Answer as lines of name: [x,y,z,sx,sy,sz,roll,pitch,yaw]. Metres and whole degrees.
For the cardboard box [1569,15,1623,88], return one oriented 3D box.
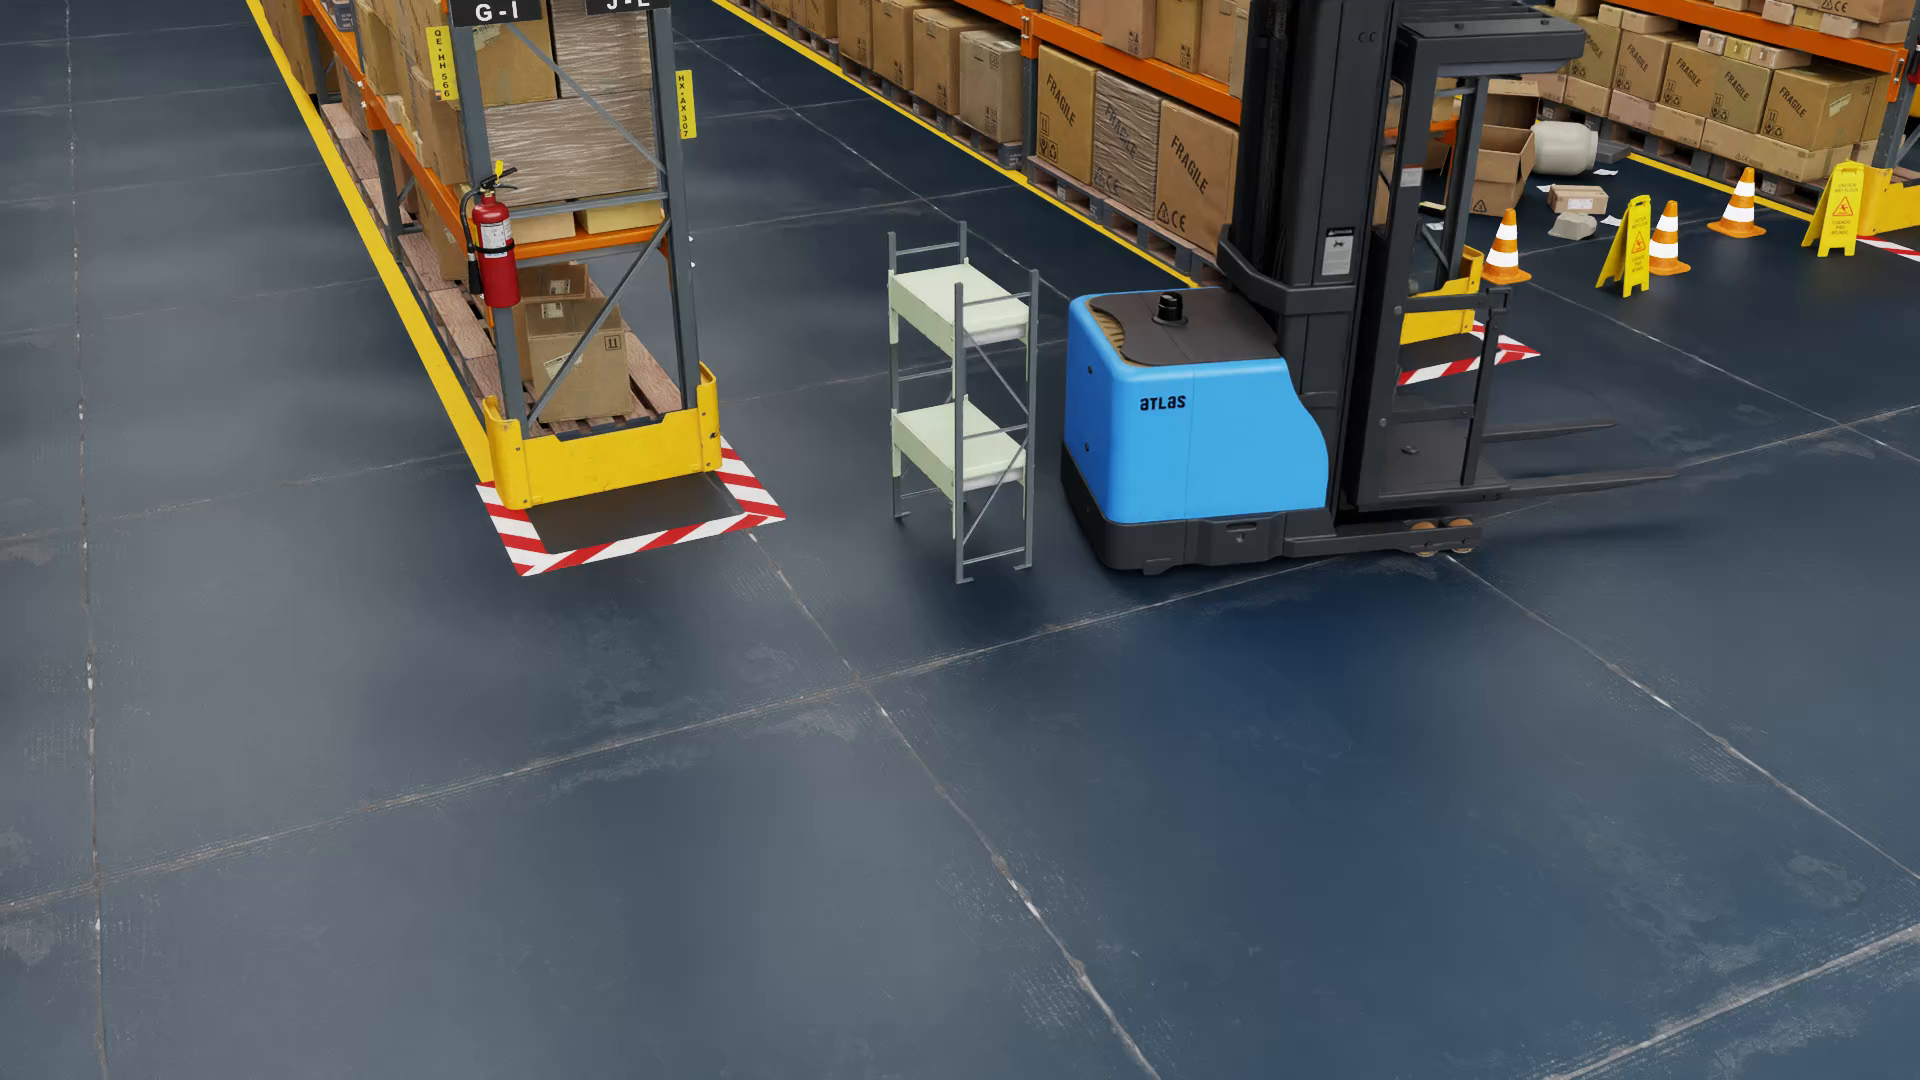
cardboard box: [5.654,-4.224,14.331,0.500,0.500,0.500,-12,31,-20]

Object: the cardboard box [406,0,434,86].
cardboard box: [-2.508,-2.637,8.457,0.500,0.500,0.500,-13,32,-22]

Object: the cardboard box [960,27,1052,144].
cardboard box: [0.629,-3.838,13.898,1.050,0.750,0.750,-13,32,-22]

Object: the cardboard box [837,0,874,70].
cardboard box: [-0.560,-5.062,16.080,1.050,0.750,0.750,-14,32,-23]

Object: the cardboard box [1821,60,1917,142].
cardboard box: [7.014,-3.433,12.921,0.500,0.500,0.500,-14,32,-24]

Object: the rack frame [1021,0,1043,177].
rack frame: [0.977,-4.381,12.995,1.000,3.000,0.127,-13,32,-22]

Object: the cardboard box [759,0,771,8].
cardboard box: [-1.914,-6.163,18.301,0.500,0.500,0.500,-13,32,-21]

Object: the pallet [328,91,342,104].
pallet: [-5.534,-4.299,15.700,1.003,0.211,1.213,-13,32,-22]

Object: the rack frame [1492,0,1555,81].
rack frame: [5.404,-5.465,14.928,1.000,3.000,0.127,-13,32,-22]

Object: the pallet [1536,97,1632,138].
pallet: [5.725,-3.959,15.095,1.003,0.211,1.213,-13,32,-22]

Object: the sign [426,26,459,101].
sign: [-2.339,-2.152,7.514,0.100,0.325,0.005,-13,32,-22]

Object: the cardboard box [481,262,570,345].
cardboard box: [-2.621,-1.526,10.032,0.500,0.500,0.500,-10,31,-17]

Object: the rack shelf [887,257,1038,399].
rack shelf: [0.003,-0.992,7.687,0.431,0.370,0.720,-13,32,-22]

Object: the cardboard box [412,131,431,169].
cardboard box: [-2.876,-2.230,9.417,0.380,0.149,0.250,-13,32,-22]

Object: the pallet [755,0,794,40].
pallet: [-1.594,-5.815,18.404,1.003,0.211,1.213,-13,32,-22]

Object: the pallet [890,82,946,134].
pallet: [0.050,-4.029,15.219,1.003,0.211,1.213,-13,32,-22]

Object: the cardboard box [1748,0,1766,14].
cardboard box: [6.347,-4.165,12.867,0.380,0.149,0.250,-13,32,-21]

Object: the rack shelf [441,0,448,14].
rack shelf: [-2.687,-3.495,9.084,1.077,0.370,4.000,-13,32,-22]

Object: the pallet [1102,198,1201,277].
pallet: [1.761,-2.272,12.086,1.003,0.211,1.213,-13,32,-22]

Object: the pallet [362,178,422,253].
pallet: [-3.882,-2.511,12.512,1.003,0.211,1.213,-13,32,-22]

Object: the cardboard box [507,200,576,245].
cardboard box: [-2.138,-1.590,8.275,0.380,0.149,0.250,-13,32,-22]

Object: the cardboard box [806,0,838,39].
cardboard box: [-1.259,-5.476,17.075,0.500,0.500,0.500,-13,32,-22]

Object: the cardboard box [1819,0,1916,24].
cardboard box: [6.640,-4.053,12.004,0.500,0.500,0.500,-14,32,-23]

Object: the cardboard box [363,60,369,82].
cardboard box: [-3.725,-3.116,10.997,0.380,0.149,0.250,-13,32,-22]

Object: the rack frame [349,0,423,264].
rack frame: [-3.546,-3.384,11.218,1.000,3.000,0.127,-13,32,-22]

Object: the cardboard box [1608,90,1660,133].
cardboard box: [5.883,-3.664,14.099,0.500,0.250,0.500,-14,32,-23]

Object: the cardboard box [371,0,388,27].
cardboard box: [-3.152,-3.300,9.639,0.500,0.500,0.500,-13,32,-22]

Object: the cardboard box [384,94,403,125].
cardboard box: [-3.311,-2.671,10.203,0.380,0.149,0.250,-13,32,-22]

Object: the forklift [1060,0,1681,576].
forklift: [2.089,-1.446,7.833,3.031,2.935,1.130,-5,30,-9]

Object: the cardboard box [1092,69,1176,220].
cardboard box: [1.574,-2.947,12.182,0.875,0.875,0.875,-13,32,-22]

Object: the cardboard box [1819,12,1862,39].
cardboard box: [6.559,-3.797,12.211,0.380,0.149,0.250,-13,32,-23]

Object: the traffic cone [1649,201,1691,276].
traffic cone: [4.915,-2.127,11.570,0.336,0.463,0.334,-13,32,-22]

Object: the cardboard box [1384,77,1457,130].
cardboard box: [2.494,-2.833,10.083,0.875,0.550,0.550,-13,32,-22]

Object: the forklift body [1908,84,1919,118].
forklift body: [9.141,-4.826,14.657,2.313,2.155,1.214,-13,32,-22]

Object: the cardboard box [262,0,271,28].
cardboard box: [-6.688,-5.896,17.440,1.225,0.875,0.875,-13,32,-22]

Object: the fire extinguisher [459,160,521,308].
fire extinguisher: [-2.196,-1.436,7.823,0.296,0.674,0.183,-13,32,-22]

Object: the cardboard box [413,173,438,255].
cardboard box: [-3.410,-2.292,11.396,0.500,0.500,0.500,-14,32,-23]

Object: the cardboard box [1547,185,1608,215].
cardboard box: [4.735,-2.609,12.750,0.380,0.149,0.250,2,29,4]

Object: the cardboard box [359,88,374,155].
cardboard box: [-4.458,-3.469,13.476,0.700,0.500,0.500,-10,31,-18]

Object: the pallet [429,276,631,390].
pallet: [-2.698,-1.339,10.421,1.003,0.211,1.213,-13,32,-22]

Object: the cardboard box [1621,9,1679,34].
cardboard box: [5.754,-4.328,13.854,0.380,0.149,0.250,-11,31,-19]

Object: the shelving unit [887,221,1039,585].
shelving unit: [0.003,-0.651,7.878,0.431,1.500,0.755,-13,32,-22]

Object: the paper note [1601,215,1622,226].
paper note: [4.918,-2.402,12.503,0.142,0.019,0.148,26,38,38]

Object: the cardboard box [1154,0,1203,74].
cardboard box: [1.846,-3.571,11.398,0.875,0.550,0.500,-13,32,-22]

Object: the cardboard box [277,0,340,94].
cardboard box: [-5.541,-4.716,15.337,1.225,0.875,0.875,-15,32,-24]

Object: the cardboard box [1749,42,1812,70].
cardboard box: [6.324,-3.739,12.802,0.380,0.149,0.250,-12,31,-21]

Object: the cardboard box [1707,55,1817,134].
cardboard box: [6.315,-3.538,13.107,0.500,0.500,0.500,-12,31,-20]

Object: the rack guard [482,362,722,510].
rack guard: [-1.861,-0.560,8.738,1.175,0.500,0.348,-13,32,-22]

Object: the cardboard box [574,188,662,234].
cardboard box: [-1.736,-1.683,8.442,0.380,0.149,0.250,-13,32,-22]

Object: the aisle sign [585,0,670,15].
aisle sign: [-1.531,-2.786,7.494,0.394,0.787,0.004,-13,32,-22]

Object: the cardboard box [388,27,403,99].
cardboard box: [-2.920,-2.917,9.979,0.875,0.500,0.500,-13,32,-22]

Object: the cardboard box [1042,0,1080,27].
cardboard box: [1.146,-4.286,12.672,0.875,0.550,0.550,-13,32,-22]

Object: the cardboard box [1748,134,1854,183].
cardboard box: [6.521,-2.993,12.902,0.500,0.250,0.500,-13,32,-22]

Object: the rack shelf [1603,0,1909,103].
rack shelf: [6.263,-4.267,13.529,1.077,0.370,4.000,-13,32,-22]

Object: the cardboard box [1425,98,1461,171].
cardboard box: [3.672,-3.324,13.524,0.797,0.637,0.503,-13,32,-22]

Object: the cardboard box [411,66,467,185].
cardboard box: [-2.363,-2.235,8.762,0.875,0.500,0.500,-13,32,-22]
